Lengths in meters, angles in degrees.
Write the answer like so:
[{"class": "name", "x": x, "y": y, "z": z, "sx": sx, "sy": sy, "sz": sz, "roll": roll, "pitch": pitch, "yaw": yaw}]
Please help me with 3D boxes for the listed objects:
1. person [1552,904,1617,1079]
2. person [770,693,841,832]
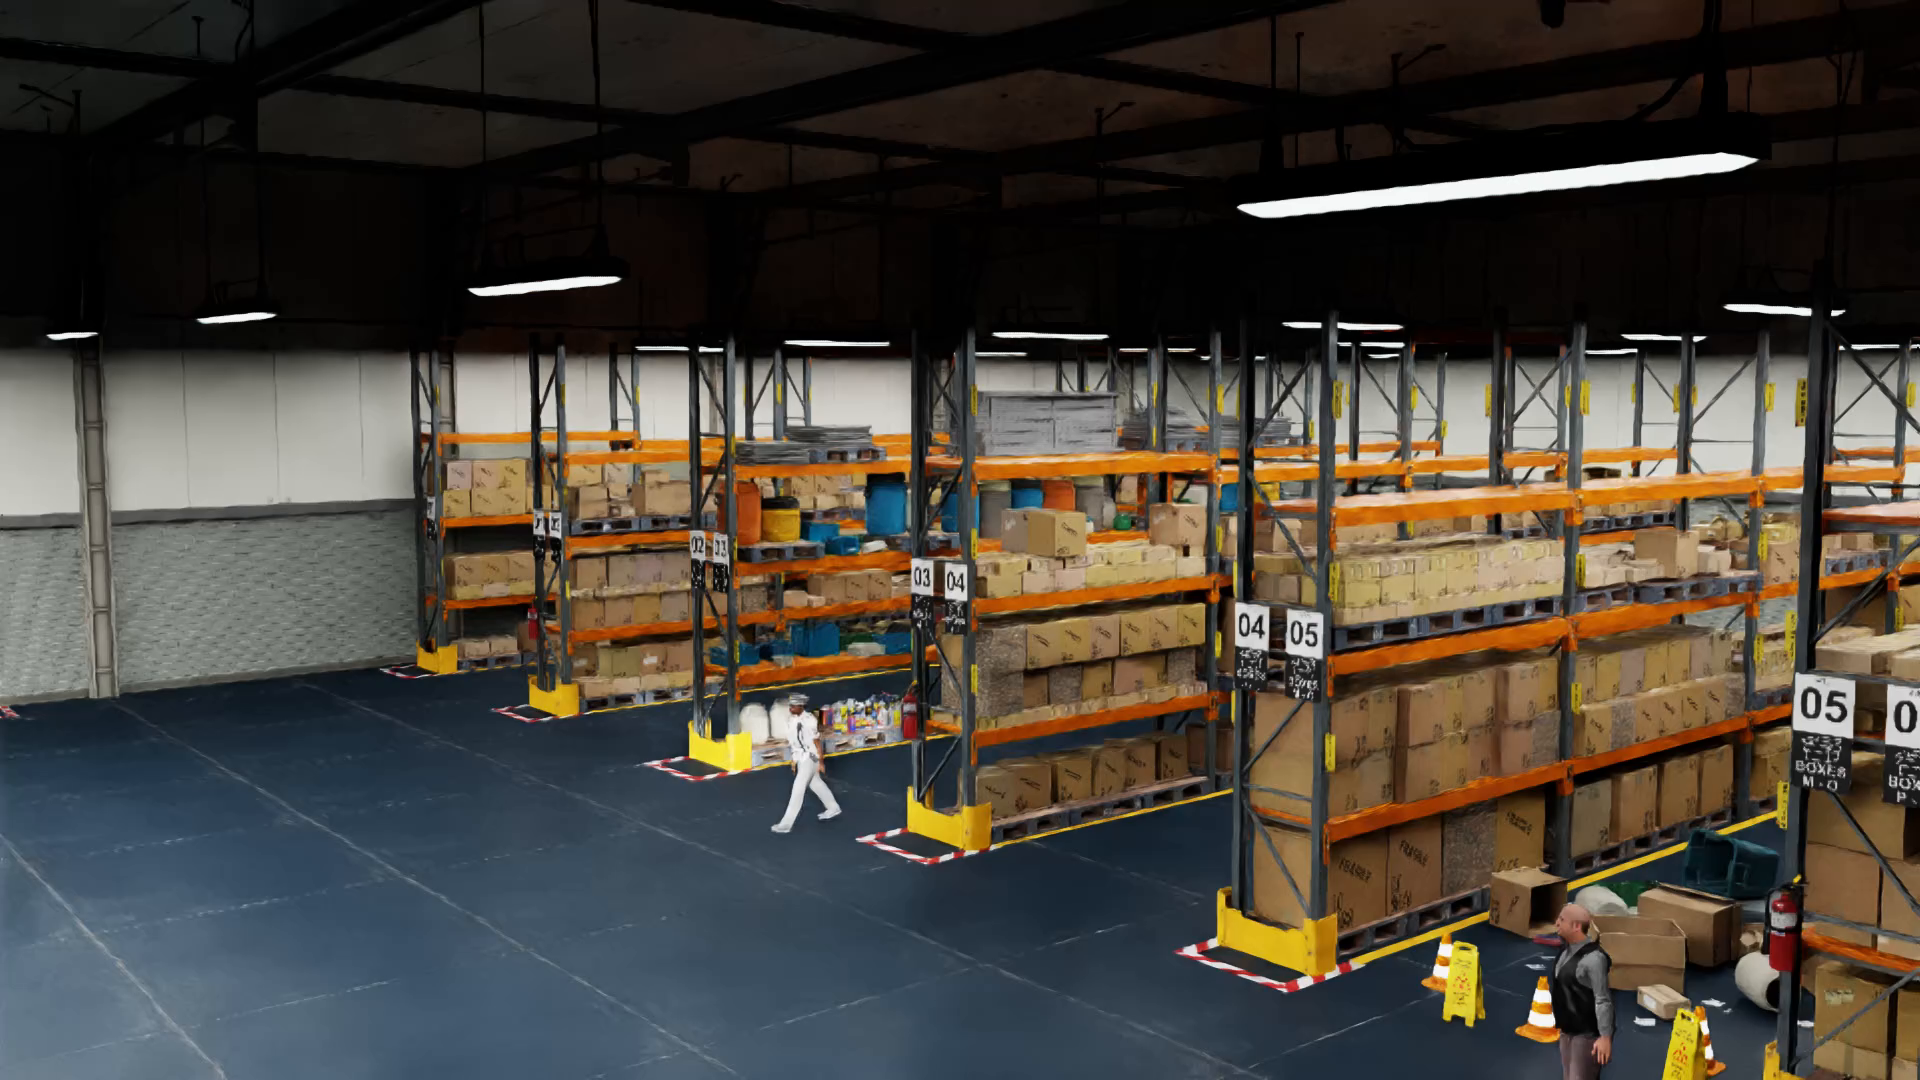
[{"class": "person", "x": 4.236, "y": 3.288, "z": 11.119, "sx": 0.525, "sy": 1.715, "sz": 0.582, "roll": 0, "pitch": 5, "yaw": -2}, {"class": "person", "x": -1.833, "y": 2.557, "z": 19.457, "sx": 1.088, "sy": 1.589, "sz": 0.456, "roll": -4, "pitch": 7, "yaw": -37}]
